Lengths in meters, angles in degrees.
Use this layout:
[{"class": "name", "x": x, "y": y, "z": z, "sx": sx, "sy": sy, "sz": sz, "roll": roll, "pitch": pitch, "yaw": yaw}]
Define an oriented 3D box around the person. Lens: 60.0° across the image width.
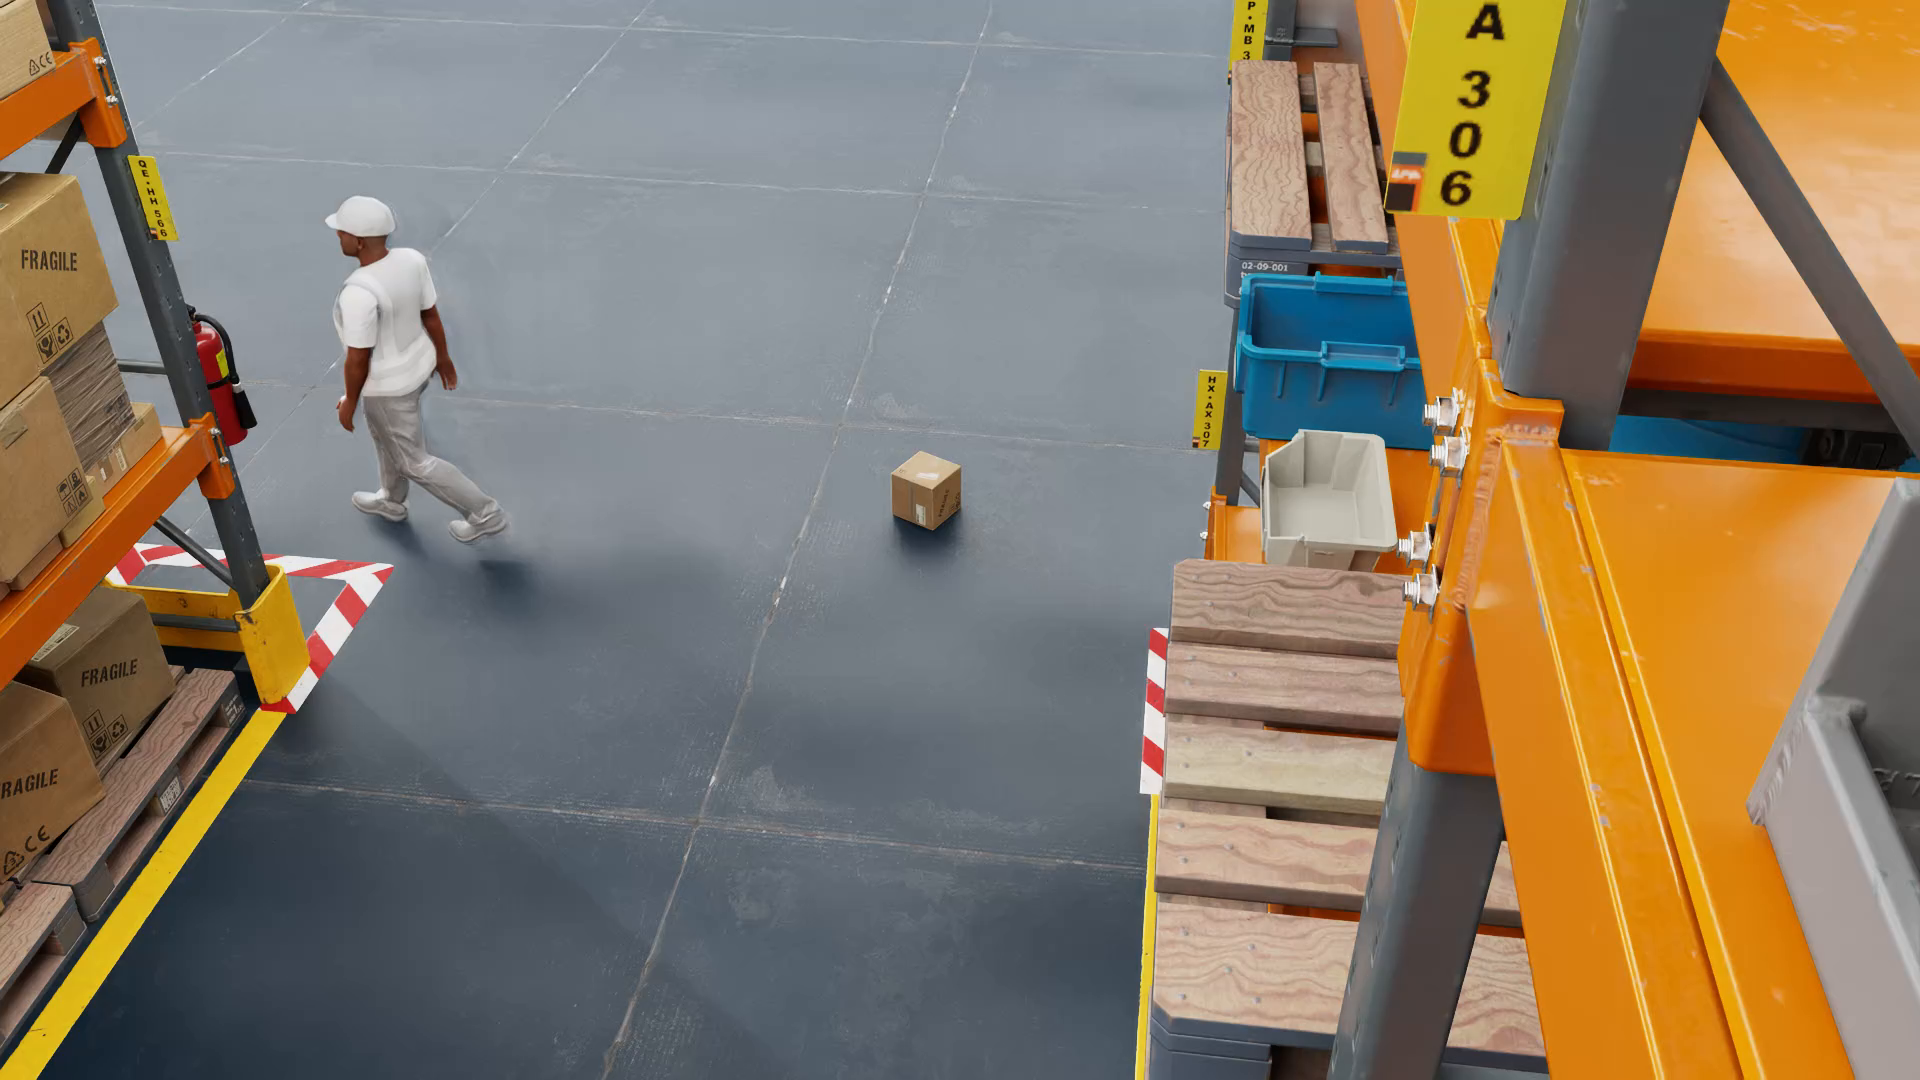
[{"class": "person", "x": -2.597, "y": -0.752, "z": 7.658, "sx": 0.926, "sy": 1.742, "sz": 0.585, "roll": 7, "pitch": 37, "yaw": 10}]
